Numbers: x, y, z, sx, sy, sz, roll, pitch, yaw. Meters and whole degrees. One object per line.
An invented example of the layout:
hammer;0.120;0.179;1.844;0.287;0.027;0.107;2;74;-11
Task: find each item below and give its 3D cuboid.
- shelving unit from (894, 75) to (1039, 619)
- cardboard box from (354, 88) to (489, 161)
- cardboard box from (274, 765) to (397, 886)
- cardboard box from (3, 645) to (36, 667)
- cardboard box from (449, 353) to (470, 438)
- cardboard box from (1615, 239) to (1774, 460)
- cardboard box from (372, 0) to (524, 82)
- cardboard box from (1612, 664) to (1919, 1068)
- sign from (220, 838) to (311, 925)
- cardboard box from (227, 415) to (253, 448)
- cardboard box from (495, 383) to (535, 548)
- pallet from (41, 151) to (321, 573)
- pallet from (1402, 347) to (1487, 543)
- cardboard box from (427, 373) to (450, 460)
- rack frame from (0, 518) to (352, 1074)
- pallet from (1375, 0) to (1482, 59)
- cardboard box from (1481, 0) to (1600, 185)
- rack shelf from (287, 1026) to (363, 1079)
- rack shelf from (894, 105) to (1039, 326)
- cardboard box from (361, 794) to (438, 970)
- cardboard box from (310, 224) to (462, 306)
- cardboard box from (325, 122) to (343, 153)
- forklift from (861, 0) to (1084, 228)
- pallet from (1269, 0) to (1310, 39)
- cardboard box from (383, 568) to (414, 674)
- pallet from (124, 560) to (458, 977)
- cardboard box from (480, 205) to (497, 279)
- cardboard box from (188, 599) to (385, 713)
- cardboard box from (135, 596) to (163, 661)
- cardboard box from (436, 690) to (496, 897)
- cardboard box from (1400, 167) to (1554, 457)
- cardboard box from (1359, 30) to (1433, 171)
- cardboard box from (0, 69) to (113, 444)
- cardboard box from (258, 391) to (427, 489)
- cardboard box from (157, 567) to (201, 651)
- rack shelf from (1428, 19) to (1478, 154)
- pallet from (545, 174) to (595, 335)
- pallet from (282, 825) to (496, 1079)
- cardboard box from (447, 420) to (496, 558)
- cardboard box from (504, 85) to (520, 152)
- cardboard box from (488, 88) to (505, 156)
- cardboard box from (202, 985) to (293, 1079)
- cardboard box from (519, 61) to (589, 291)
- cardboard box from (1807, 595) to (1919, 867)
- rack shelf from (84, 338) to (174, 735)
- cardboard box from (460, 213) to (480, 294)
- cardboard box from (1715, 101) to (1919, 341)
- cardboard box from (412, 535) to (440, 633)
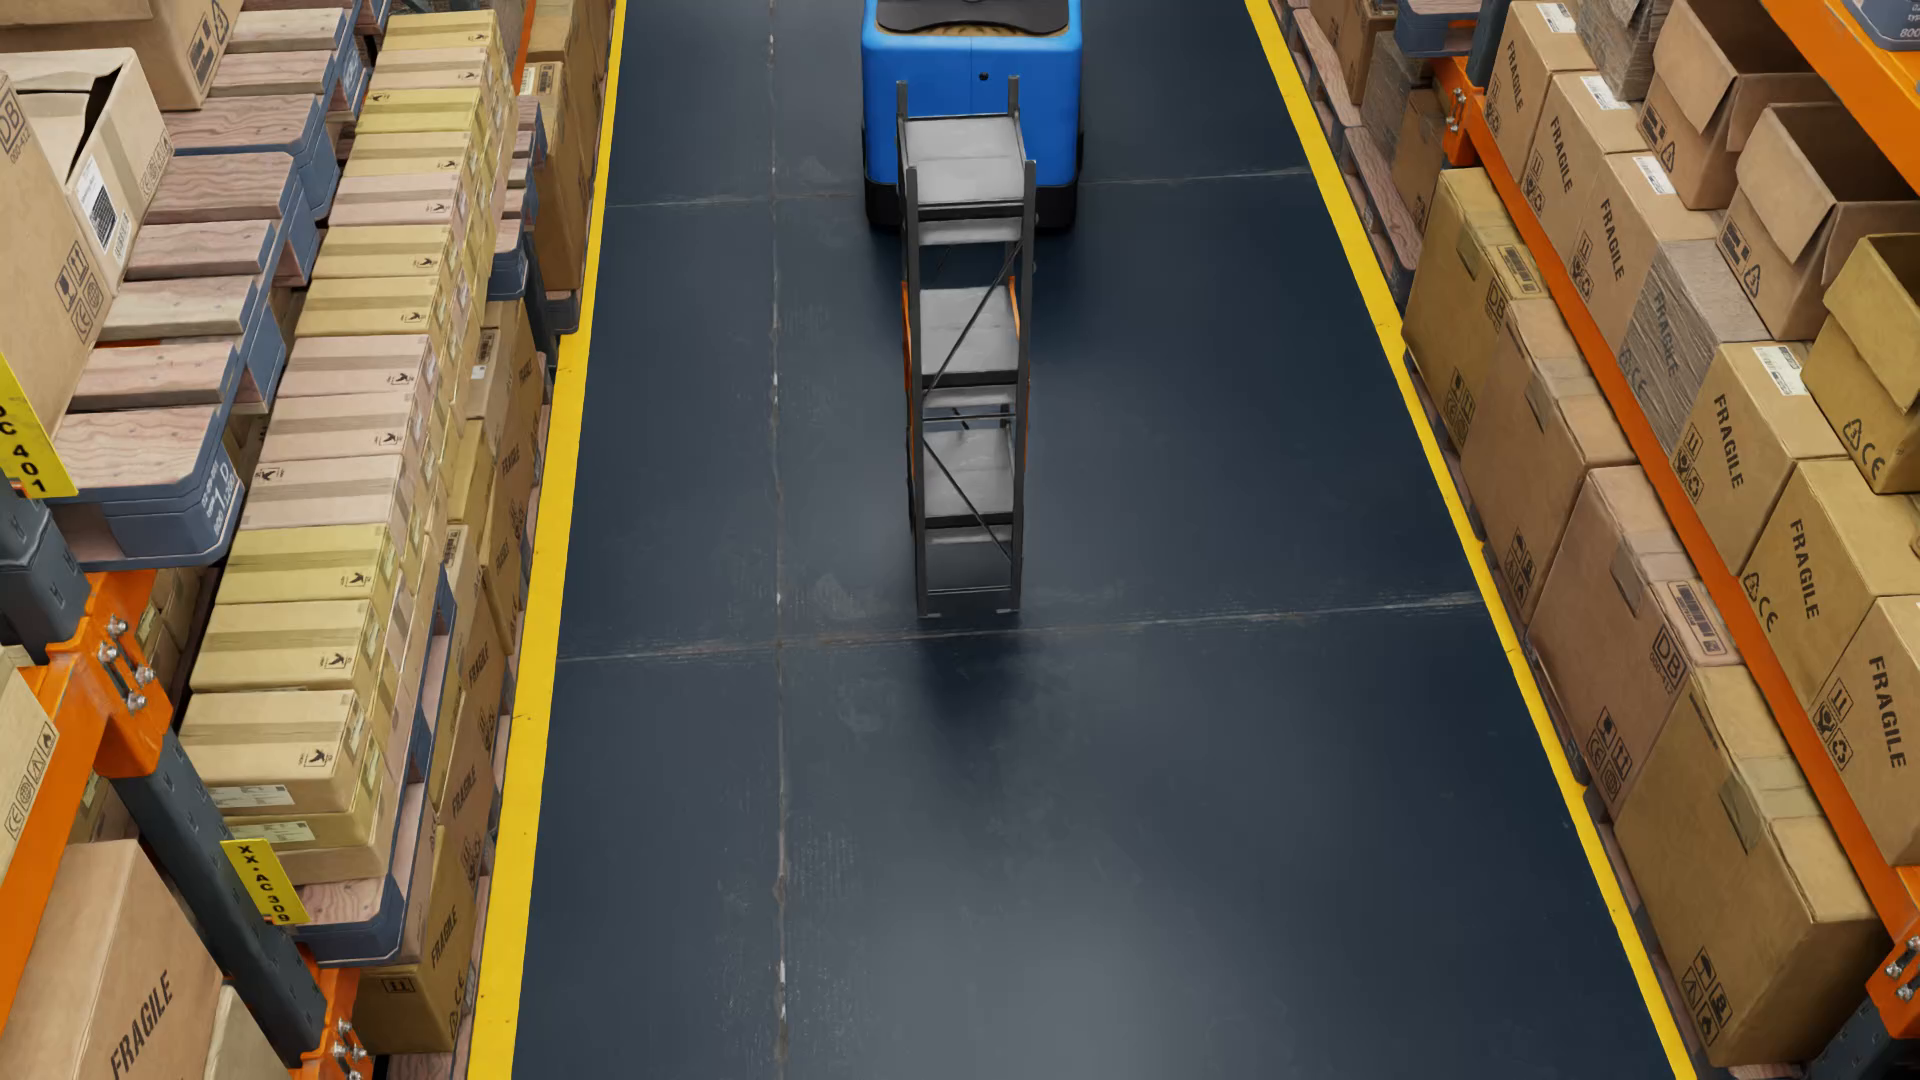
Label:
shelving unit;0.014;-0.602;6.011;0.431;2.100;0.503;-3;47;-3
cardboard box;-1.813;-1.393;5.614;0.380;0.149;0.250;-2;47;-2
cardboard box;-1.591;0.695;4.047;0.380;0.149;0.250;-6;47;-5
cardboard box;-2.268;0.330;3.982;0.380;0.149;0.250;-5;47;-4
cardboard box;-1.724;-0.432;5.114;0.380;0.149;0.250;-5;47;-5
cardboard box;2.501;-0.618;5.337;0.500;0.500;0.500;-3;47;-3
cardboard box;-2.120;-2.204;6.839;0.500;0.500;0.500;-3;47;-3
cardboard box;2.861;0.962;5.084;1.225;0.875;0.875;-3;47;-3
sign;-1.476;0.729;3.534;0.100;0.325;0.005;-3;47;-3
cardboard box;-2.382;-0.403;5.086;0.380;0.149;0.250;-5;47;-5
cardboard box;-1.996;-0.277;6.516;0.500;0.500;0.500;-2;47;-2
pallet;-1.962;-0.354;3.220;1.213;0.211;1.003;-3;47;-3
pallet;2.591;-0.523;7.236;1.003;0.211;1.213;-3;47;-3
cardboard box;-1.706;-0.357;4.837;0.380;0.149;0.250;-4;47;-4
rack frame;-2.016;1.066;3.811;1.000;3.000;0.127;-3;47;-3
pallet;2.434;-2.500;7.320;1.213;0.211;1.003;-3;47;-3
cardboard box;2.369;-1.723;6.384;0.500;0.500;0.500;-2;47;-2
rack shelf;-1.849;2.760;2.702;1.077;0.370;4.000;-3;47;-3
rack shelf;0.014;-1.074;5.512;0.431;0.518;0.480;-3;47;-3
cardboard box;-1.815;0.972;4.816;0.500;0.250;0.500;-5;47;-5
cardboard box;-1.747;-0.829;5.079;0.380;0.149;0.250;-1;47;-1
cardboard box;-2.515;-1.551;6.173;0.380;0.149;0.250;-4;47;-4
forklift;0.089;-3.615;8.292;1.130;2.935;3.031;1;47;1
pallet;2.331;-3.429;9.988;1.003;0.211;1.213;-3;47;-3
cardboard box;-1.637;0.218;4.293;0.380;0.149;0.250;-2;47;-2
pallet;-1.936;0.570;4.413;1.003;0.211;1.213;-3;47;-3
cardboard box;-1.794;-1.011;5.662;0.380;0.149;0.250;-4;47;-4
cardboard box;-1.621;0.289;4.021;0.380;0.149;0.250;-2;47;-2
cardboard box;-2.288;0.259;4.254;0.380;0.149;0.250;-2;47;-2
cardboard box;-1.860;0.847;5.451;0.500;0.500;0.500;-2;47;-1
cardboard box;2.637;-0.970;6.913;1.225;0.875;0.875;-5;47;-5
cardboard box;2.464;-2.233;8.354;0.700;0.500;0.500;-7;47;-7
cardboard box;-1.939;-0.426;2.800;0.700;0.500;0.500;-3;47;-3
cardboard box;-1.680;-0.263;4.544;0.380;0.149;0.250;-4;47;-4
cardboard box;-2.309;0.182;4.532;0.380;0.149;0.250;-6;47;-5
rack shelf;2.432;-3.257;8.400;1.077;0.370;4.000;-3;47;-3
pallet;-2.342;-1.445;8.109;1.003;0.211;1.213;-3;47;-3
pallet;-2.083;1.461;5.357;1.003;0.211;1.213;-3;47;-3
cardboard box;-1.953;-0.159;5.887;0.500;0.250;0.500;-2;47;-2
cardboard box;-1.852;-1.558;6.179;0.380;0.149;0.250;-3;47;-3
cardboard box;-1.832;-1.466;5.888;0.380;0.149;0.250;-2;47;-2
cardboard box;-1.694;1.262;3.352;0.500;0.500;0.500;-3;47;-3
cardboard box;-2.313;-1.645;7.639;1.050;0.750;0.750;-4;47;-4
cardboard box;2.623;0.481;4.296;0.500;0.500;0.500;-3;47;-3
rack shelf;-2.184;-1.166;4.354;1.077;0.370;4.000;-3;47;-3
cardboard box;-1.769;-0.915;5.366;0.380;0.149;0.250;-4;47;-4
cardboard box;2.759;-0.950;4.960;0.797;0.503;0.637;-2;47;-2
cardboard box;-1.657;0.131;4.580;0.380;0.149;0.250;-3;47;-3
